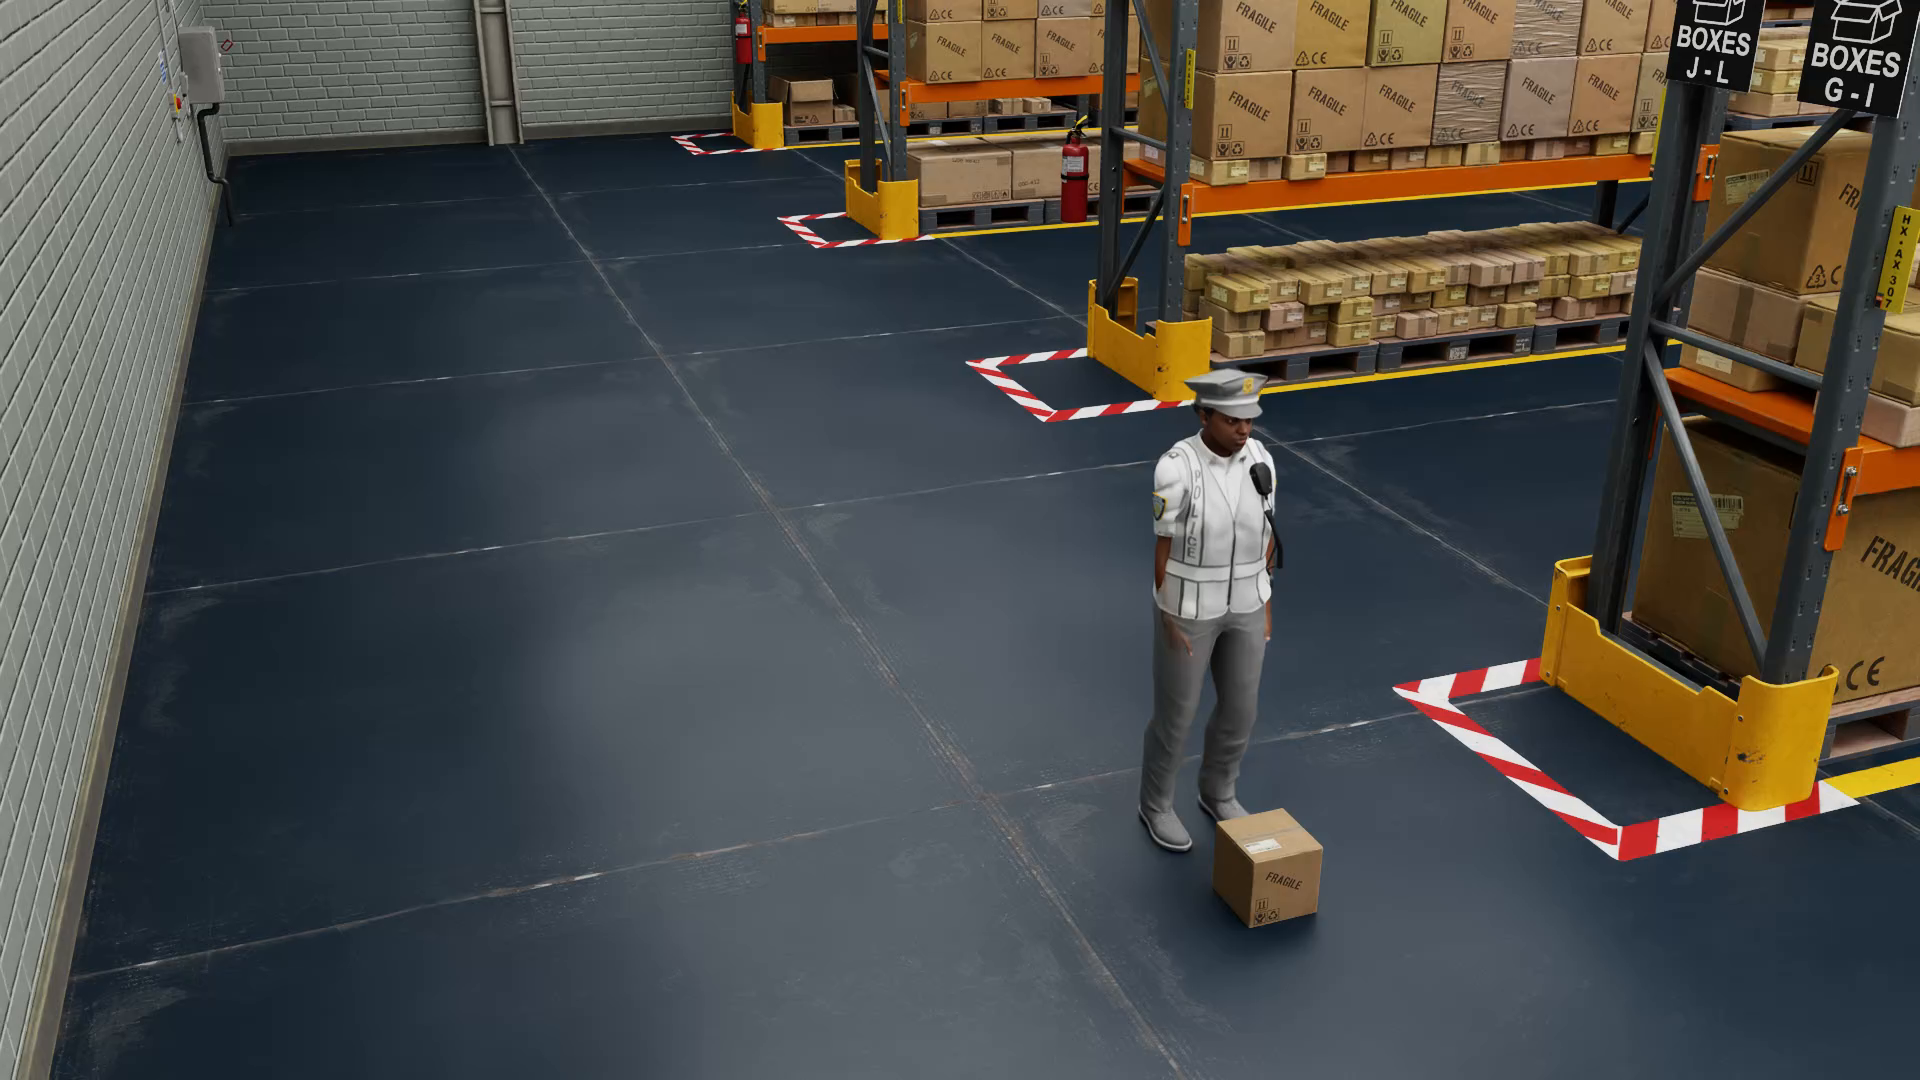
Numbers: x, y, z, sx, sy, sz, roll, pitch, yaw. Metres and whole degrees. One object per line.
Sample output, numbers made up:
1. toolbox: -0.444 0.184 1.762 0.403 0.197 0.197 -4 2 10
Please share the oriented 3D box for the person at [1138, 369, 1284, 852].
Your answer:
1. person: 0.847 0.236 5.528 0.438 1.669 0.341 -8 24 -18
